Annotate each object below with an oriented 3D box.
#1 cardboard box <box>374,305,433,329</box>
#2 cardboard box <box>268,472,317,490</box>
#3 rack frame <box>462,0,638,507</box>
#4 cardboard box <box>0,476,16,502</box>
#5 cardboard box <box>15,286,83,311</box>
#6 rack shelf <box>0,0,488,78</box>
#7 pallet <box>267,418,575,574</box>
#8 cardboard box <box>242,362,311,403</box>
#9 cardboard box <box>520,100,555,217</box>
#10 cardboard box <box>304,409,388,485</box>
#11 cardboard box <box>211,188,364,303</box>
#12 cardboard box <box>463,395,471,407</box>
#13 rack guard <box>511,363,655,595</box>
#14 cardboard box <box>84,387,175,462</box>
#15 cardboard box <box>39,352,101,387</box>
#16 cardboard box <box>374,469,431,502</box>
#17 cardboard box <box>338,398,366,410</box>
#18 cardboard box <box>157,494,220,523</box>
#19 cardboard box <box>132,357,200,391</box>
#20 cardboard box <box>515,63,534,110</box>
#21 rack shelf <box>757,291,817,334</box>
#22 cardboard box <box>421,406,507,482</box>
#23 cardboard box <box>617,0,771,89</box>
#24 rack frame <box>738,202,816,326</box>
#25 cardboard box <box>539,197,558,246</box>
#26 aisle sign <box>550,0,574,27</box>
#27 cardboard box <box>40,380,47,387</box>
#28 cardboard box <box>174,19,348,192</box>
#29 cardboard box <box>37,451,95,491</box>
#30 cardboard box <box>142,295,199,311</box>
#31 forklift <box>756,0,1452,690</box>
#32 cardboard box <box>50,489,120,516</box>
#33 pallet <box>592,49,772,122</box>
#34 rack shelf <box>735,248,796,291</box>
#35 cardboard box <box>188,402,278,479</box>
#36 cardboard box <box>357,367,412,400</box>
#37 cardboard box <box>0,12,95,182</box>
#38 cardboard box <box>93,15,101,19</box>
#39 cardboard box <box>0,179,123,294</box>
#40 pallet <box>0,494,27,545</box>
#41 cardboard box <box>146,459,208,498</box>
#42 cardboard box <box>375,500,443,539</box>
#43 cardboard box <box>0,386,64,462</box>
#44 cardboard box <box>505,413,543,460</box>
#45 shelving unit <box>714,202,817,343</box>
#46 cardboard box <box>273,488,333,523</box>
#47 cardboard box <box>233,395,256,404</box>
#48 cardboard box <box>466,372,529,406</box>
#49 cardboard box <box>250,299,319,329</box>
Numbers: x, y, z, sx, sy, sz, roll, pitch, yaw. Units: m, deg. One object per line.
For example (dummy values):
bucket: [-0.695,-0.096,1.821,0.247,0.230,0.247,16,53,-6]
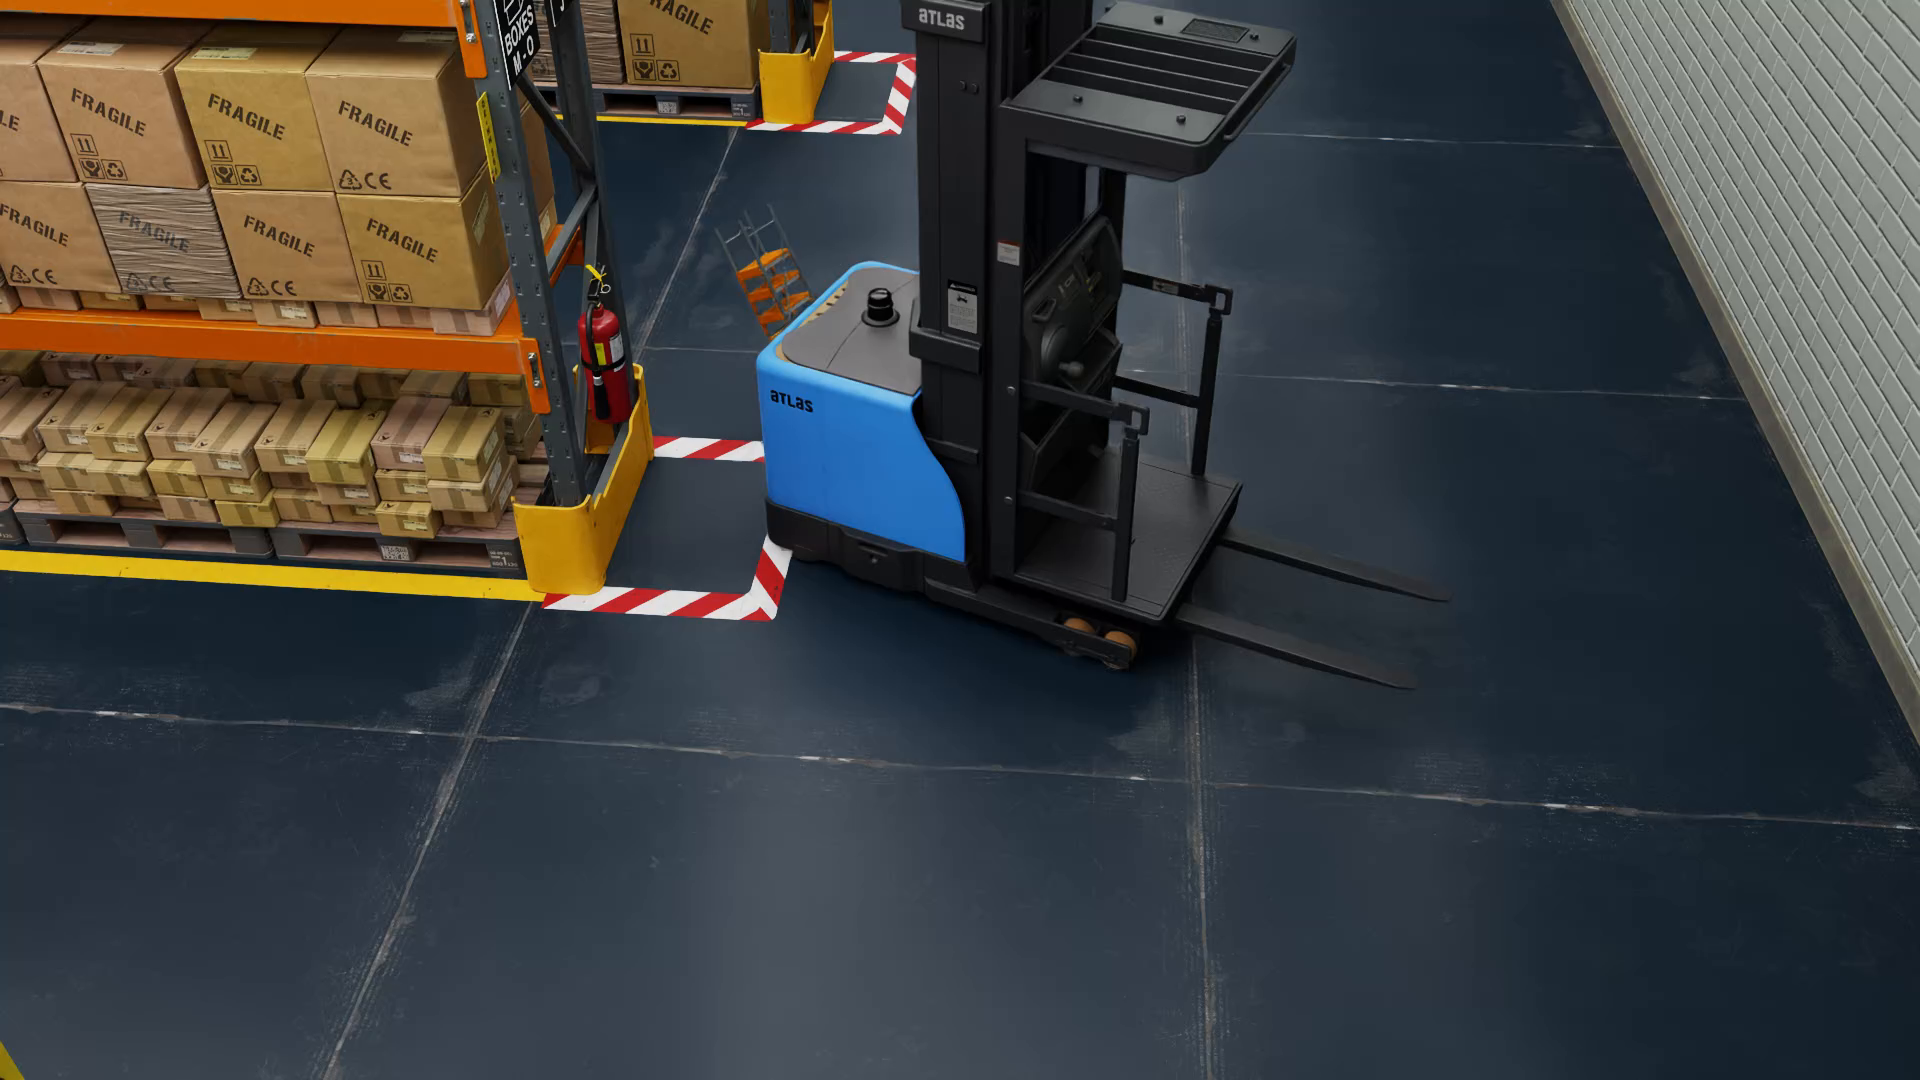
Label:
cardboard box: [-2.288,-1.060,7.045,0.250,0.149,0.380,3,39,4]
cardboard box: [-3.022,-0.408,7.736,0.250,0.149,0.380,3,39,3]
rack frame: [-1.695,-1.280,7.117,0.127,3.000,1.000,3,39,4]
cardboard box: [-4.570,-0.355,7.907,0.250,0.149,0.380,2,39,3]
cardboard box: [-3.838,-1.153,7.159,0.250,0.149,0.380,5,39,6]
rack shelf: [-3.687,-2.273,6.531,4.000,0.370,1.077,3,39,4]
pallet: [-2.577,-0.269,8.084,1.213,0.211,1.003,3,39,4]
cardboard box: [-3.242,-0.826,8.014,0.250,0.149,0.380,5,39,6]
cardboard box: [-2.118,-1.632,7.235,0.500,0.500,0.500,5,39,6]
cardboard box: [-2.758,-0.421,7.516,0.250,0.149,0.380,2,39,3]
cardboard box: [-2.677,-1.328,6.861,0.500,0.500,0.500,3,39,3]
cardboard box: [-2.462,-0.693,8.086,0.250,0.149,0.380,3,39,4]
rack guard: [-1.770,-0.315,7.911,0.348,0.500,1.175,3,39,4]
cardboard box: [-3.800,-0.535,7.657,0.250,0.149,0.380,3,39,4]
cardboard box: [-4.267,-0.912,8.119,0.250,0.149,0.380,1,39,2]
cardboard box: [-2.501,-0.350,7.664,0.250,0.149,0.380,2,39,3]
cardboard box: [-2.960,-0.733,8.135,0.250,0.149,0.380,4,39,5]
cardboard box: [-3.535,-0.261,7.790,0.250,0.149,0.380,4,39,5]
cardboard box: [-3.759,-0.823,8.010,0.250,0.149,0.380,3,39,4]
cardboard box: [-2.119,-2.013,6.911,0.500,0.500,0.500,3,39,4]
rack shelf: [-0.858,-1.141,8.311,0.180,0.103,0.258,-5,28,43]
cardboard box: [-2.244,-0.437,7.536,0.250,0.149,0.380,4,39,4]
cardboard box: [-1.811,-3.717,11.462,0.875,0.875,0.875,3,39,4]
rack frame: [-0.761,-1.083,8.275,0.006,1.200,0.240,-5,28,43]
cardboard box: [-1.989,-1.406,7.471,0.250,0.149,0.380,3,39,3]
aisle sign: [-1.596,-2.473,6.523,0.004,0.787,0.394,3,39,4]
cardboard box: [-4.558,-0.767,8.177,0.250,0.149,0.380,3,39,4]
cardboard box: [-2.677,-1.718,6.548,0.500,0.500,0.500,2,39,2]
cardboard box: [-4.054,-0.402,7.728,0.250,0.149,0.380,3,39,3]
cardboard box: [-3.320,-1.148,7.154,0.250,0.149,0.380,2,39,2]
forklift: [0.650,-0.960,6.778,3.031,2.935,1.130,17,42,20]
cardboard box: [-4.048,-0.288,7.824,0.250,0.149,0.380,2,39,3]
pallet: [-1.969,-3.307,11.816,1.213,0.211,1.003,3,39,4]
rack shelf: [-0.955,-1.345,8.228,0.180,0.103,0.258,-5,28,43]
cardboard box: [-3.283,-0.455,7.558,0.250,0.149,0.380,5,39,6]
cardboard box: [-2.712,-0.844,8.035,0.250,0.149,0.380,3,39,4]
cardboard box: [-3.723,-1.767,6.609,0.500,0.500,0.500,2,39,2]
cardboard box: [-3.647,-2.105,7.023,0.500,0.500,0.500,2,39,2]
cardboard box: [-3.679,-1.383,6.929,0.500,0.500,0.500,5,39,6]
pallet: [-5.008,-0.402,8.247,1.213,0.211,1.003,3,39,4]
cardboard box: [-3.534,-0.375,7.695,0.250,0.149,0.380,5,39,6]
cardboard box: [-2.502,-0.185,7.697,0.250,0.149,0.380,4,39,5]
cardboard box: [-4.321,-0.536,7.658,0.250,0.149,0.380,4,39,5]
cardboard box: [-2.189,-0.567,8.167,0.250,0.149,0.380,4,39,5]
shelving unit: [-0.828,-1.077,8.337,0.189,1.200,0.258,-5,28,43]
cardboard box: [-3.005,-0.259,7.788,0.250,0.149,0.380,4,39,4]
cardboard box: [-3.506,-0.676,8.065,0.250,0.149,0.380,5,39,6]
cardboard box: [-2.187,-0.810,7.994,0.250,0.149,0.380,1,39,2]
cardboard box: [-2.796,-1.063,7.049,0.250,0.149,0.380,4,39,5]
